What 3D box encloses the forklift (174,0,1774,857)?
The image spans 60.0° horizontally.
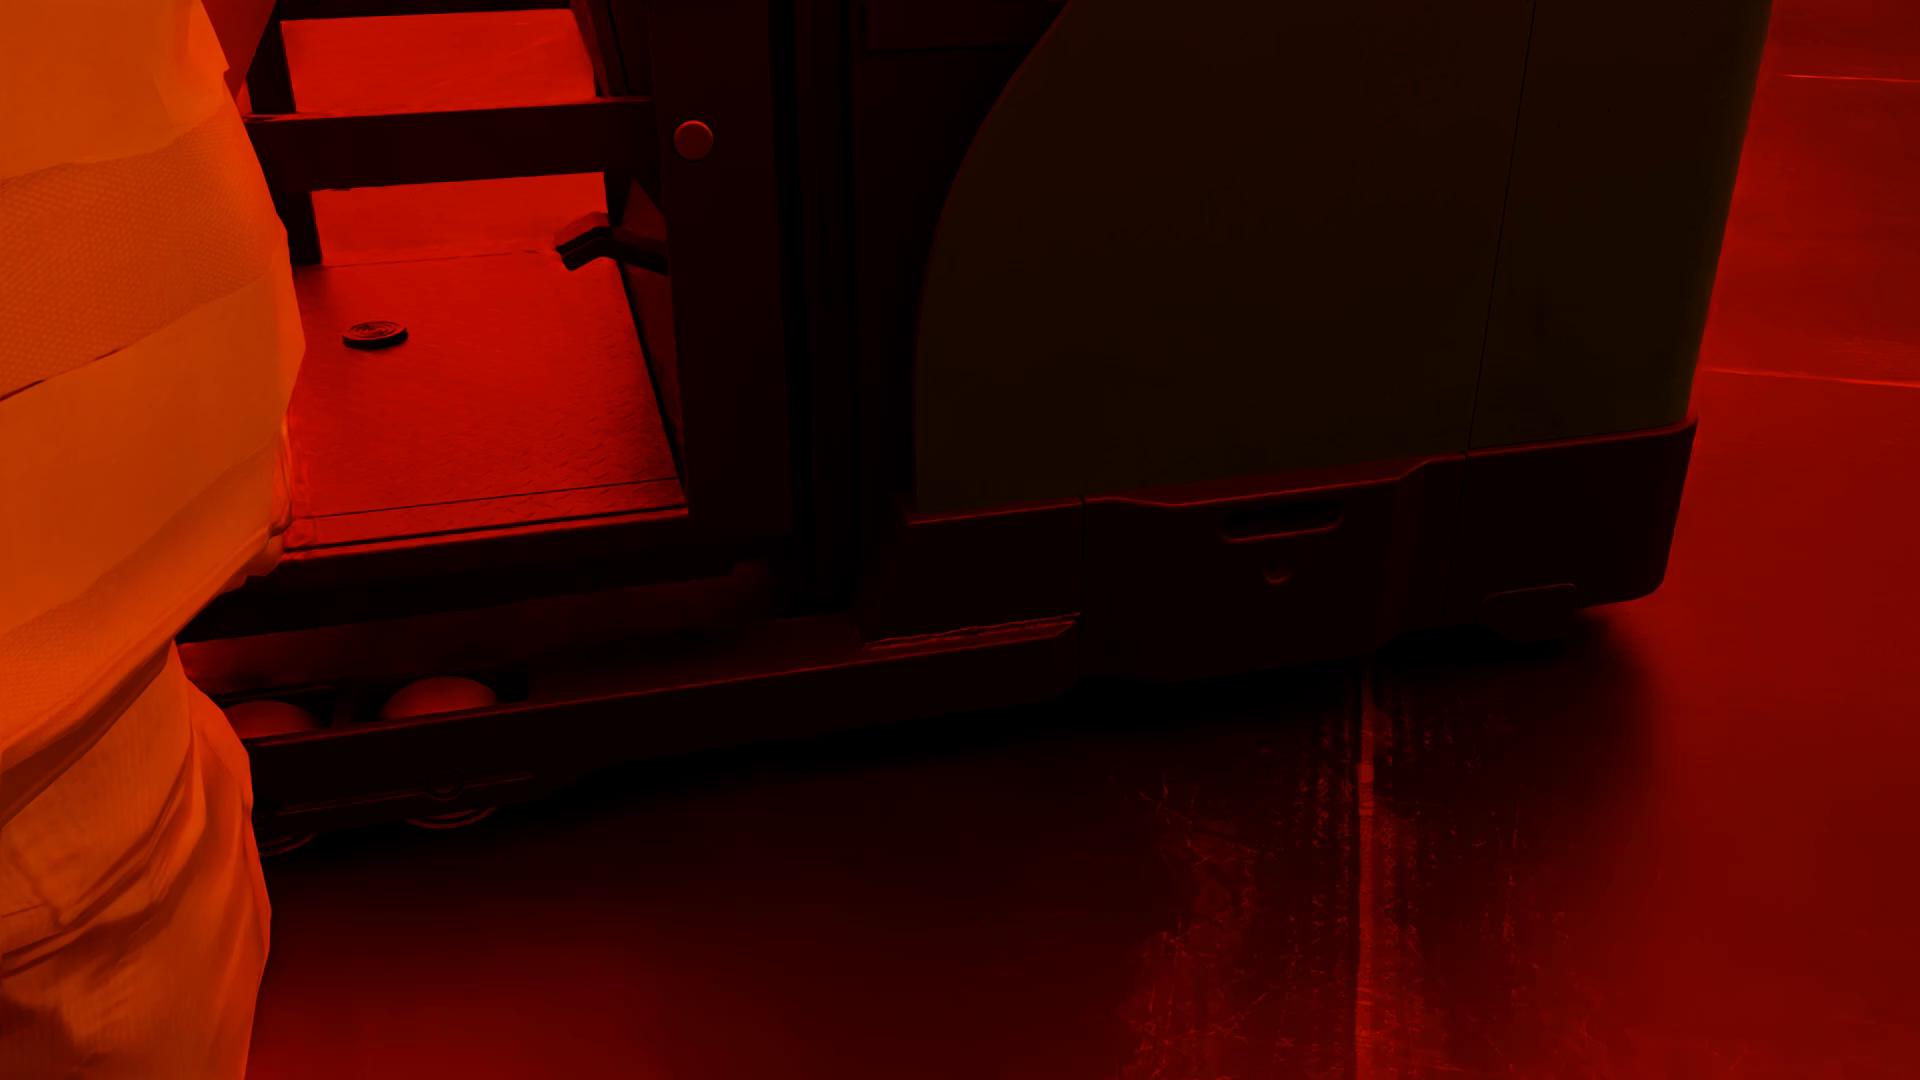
[{"bbox_3d":[-0.620,-1.227,1.678,3.031,2.935,1.130,-7,28,-13],"label":"forklift"}]
